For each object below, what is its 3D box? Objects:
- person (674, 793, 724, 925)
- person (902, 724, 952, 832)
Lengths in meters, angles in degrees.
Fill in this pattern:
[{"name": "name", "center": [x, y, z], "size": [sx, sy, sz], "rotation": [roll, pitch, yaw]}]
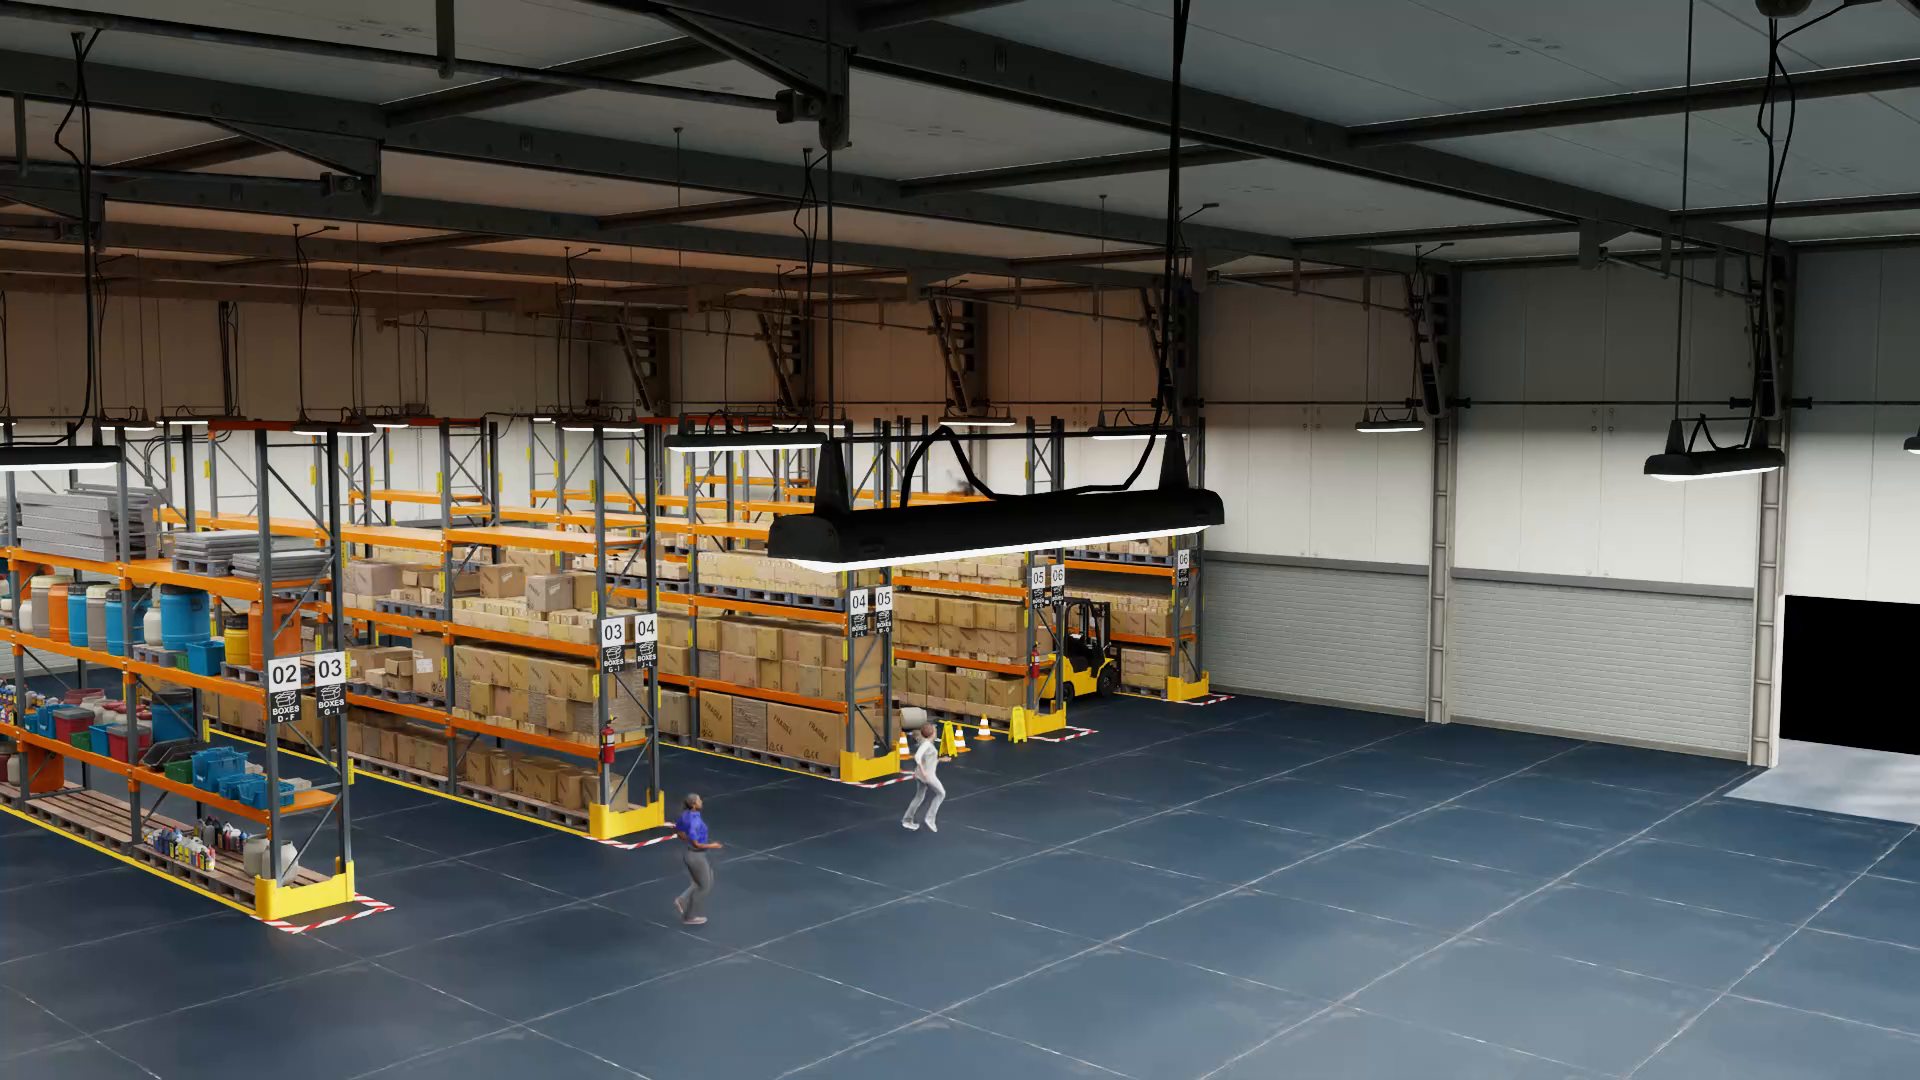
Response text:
[{"name": "person", "center": [-3.170, 3.848, 20.150], "size": [0.566, 1.609, 0.569], "rotation": [-2, 5, -22]}, {"name": "person", "center": [-0.484, 3.501, 24.459], "size": [0.762, 1.615, 0.498], "rotation": [-2, 5, -19]}]
